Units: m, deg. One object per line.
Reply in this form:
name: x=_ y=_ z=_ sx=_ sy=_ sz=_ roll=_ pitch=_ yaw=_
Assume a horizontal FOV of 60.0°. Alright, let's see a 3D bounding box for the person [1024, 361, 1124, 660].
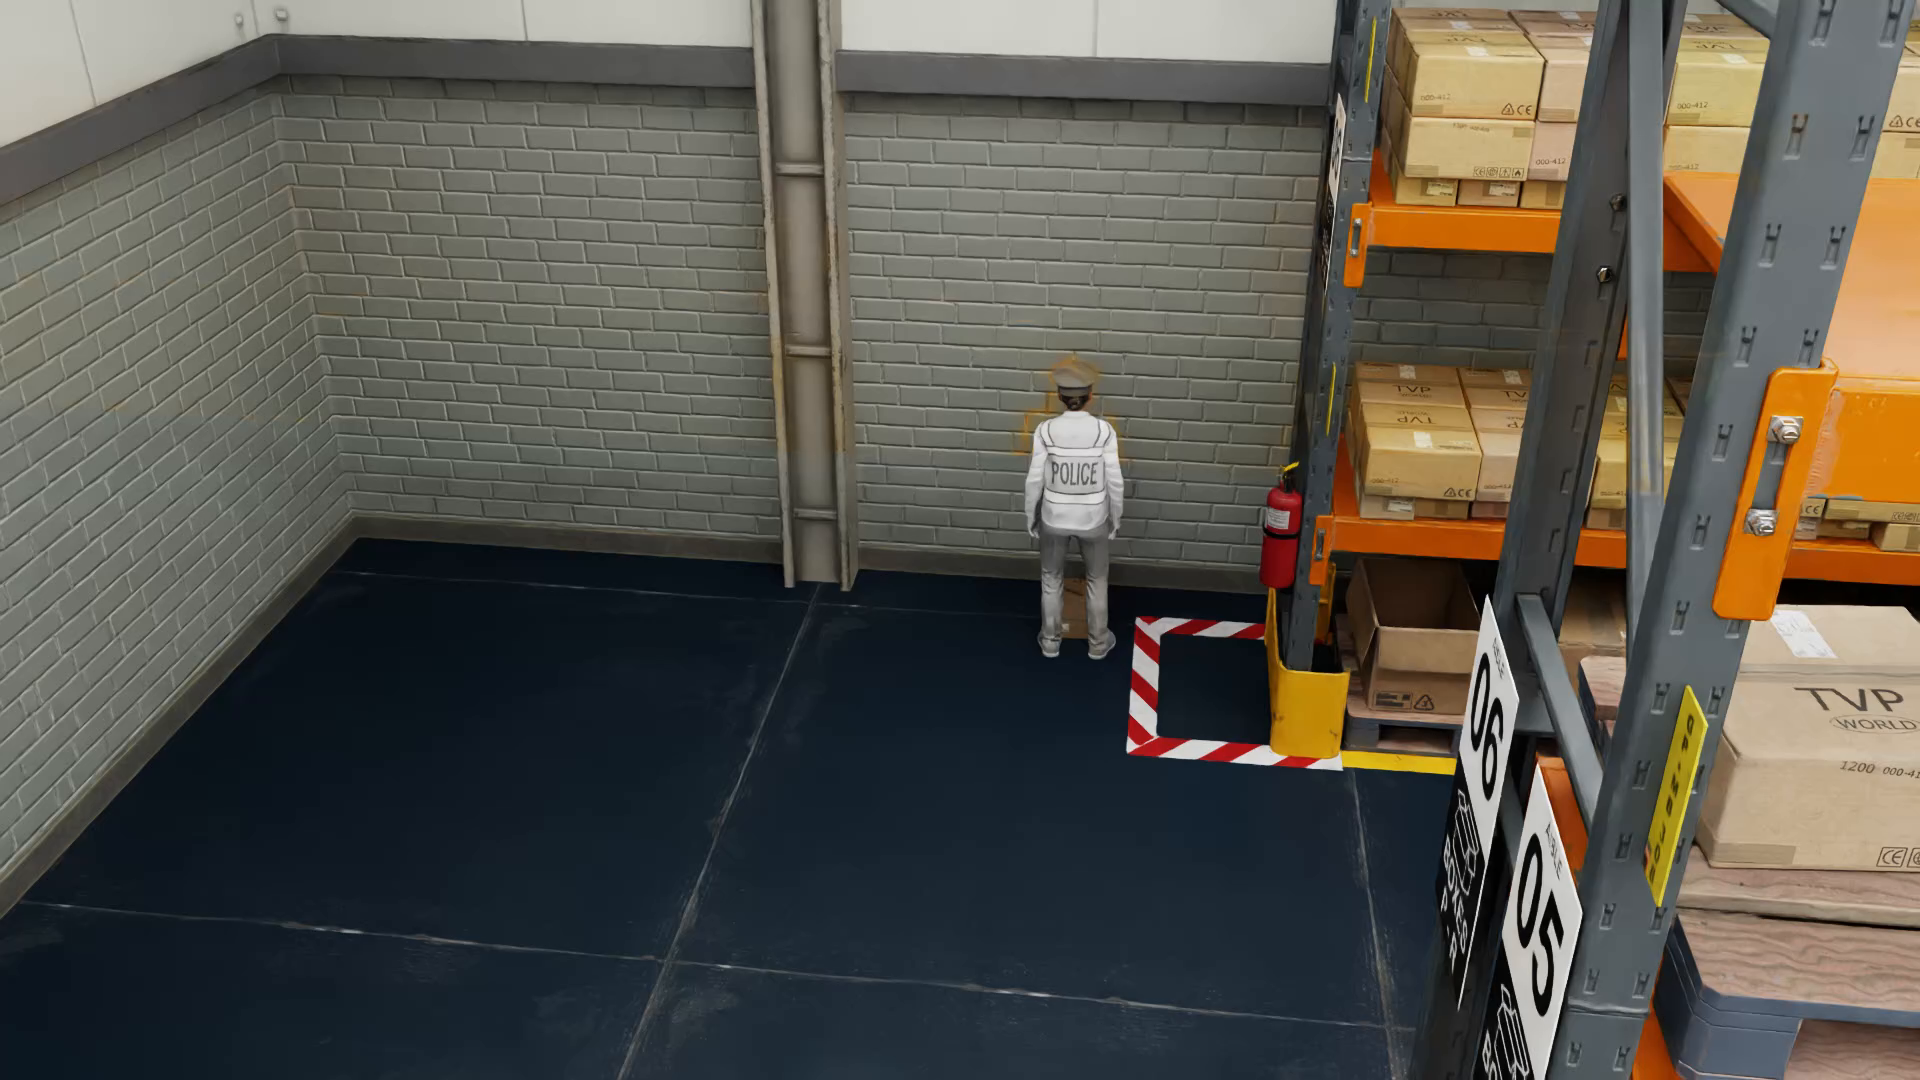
person: x=0.602 y=-0.118 z=8.836 sx=0.523 sy=1.662 sz=0.372 roll=2 pitch=29 yaw=4
